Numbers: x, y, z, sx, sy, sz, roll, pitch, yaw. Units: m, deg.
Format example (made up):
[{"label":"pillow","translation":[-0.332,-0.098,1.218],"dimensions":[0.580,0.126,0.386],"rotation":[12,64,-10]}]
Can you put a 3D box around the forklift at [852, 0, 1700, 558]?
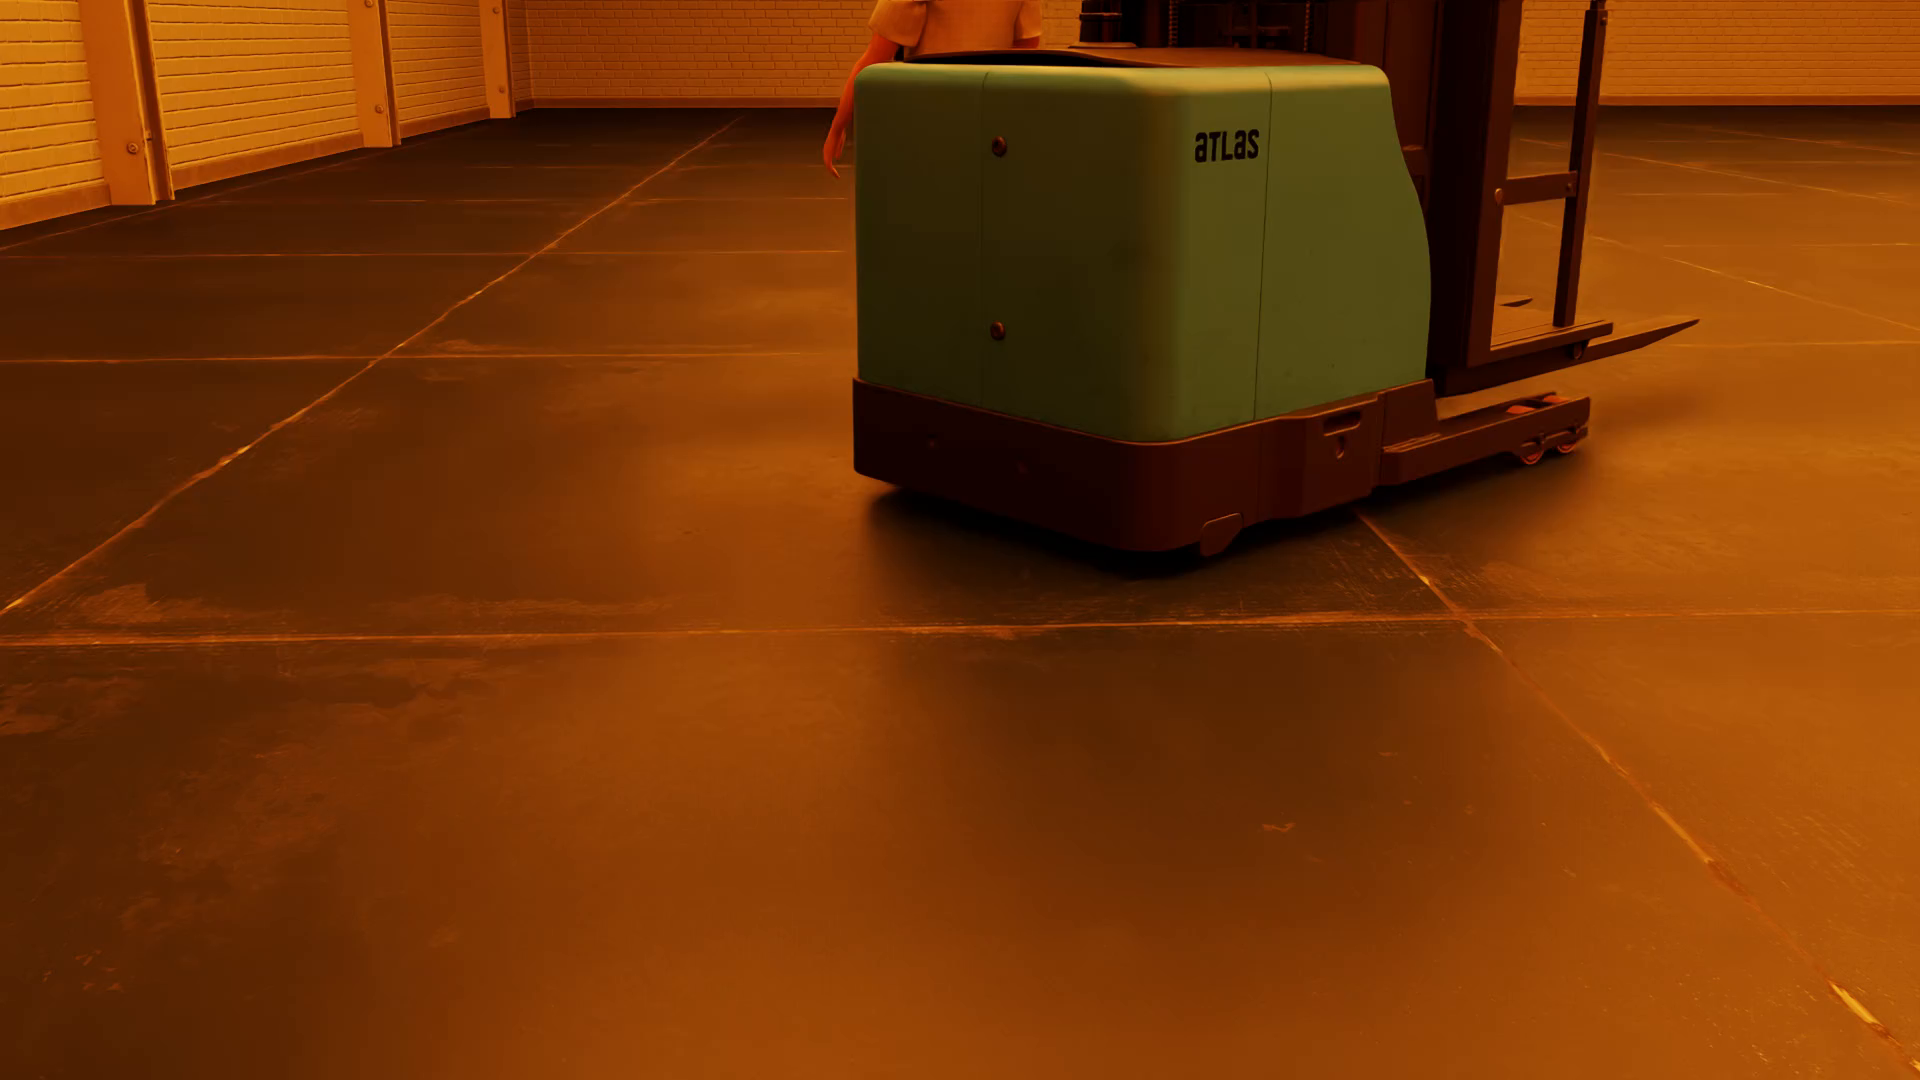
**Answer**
[{"label":"forklift","translation":[1.152,-1.707,4.487],"dimensions":[3.031,2.935,1.130],"rotation":[-15,23,-40]}]

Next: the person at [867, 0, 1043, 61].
[{"label":"person","translation":[-0.023,-0.975,4.662],"dimensions":[0.517,1.340,0.647],"rotation":[-16,23,-42]}]
